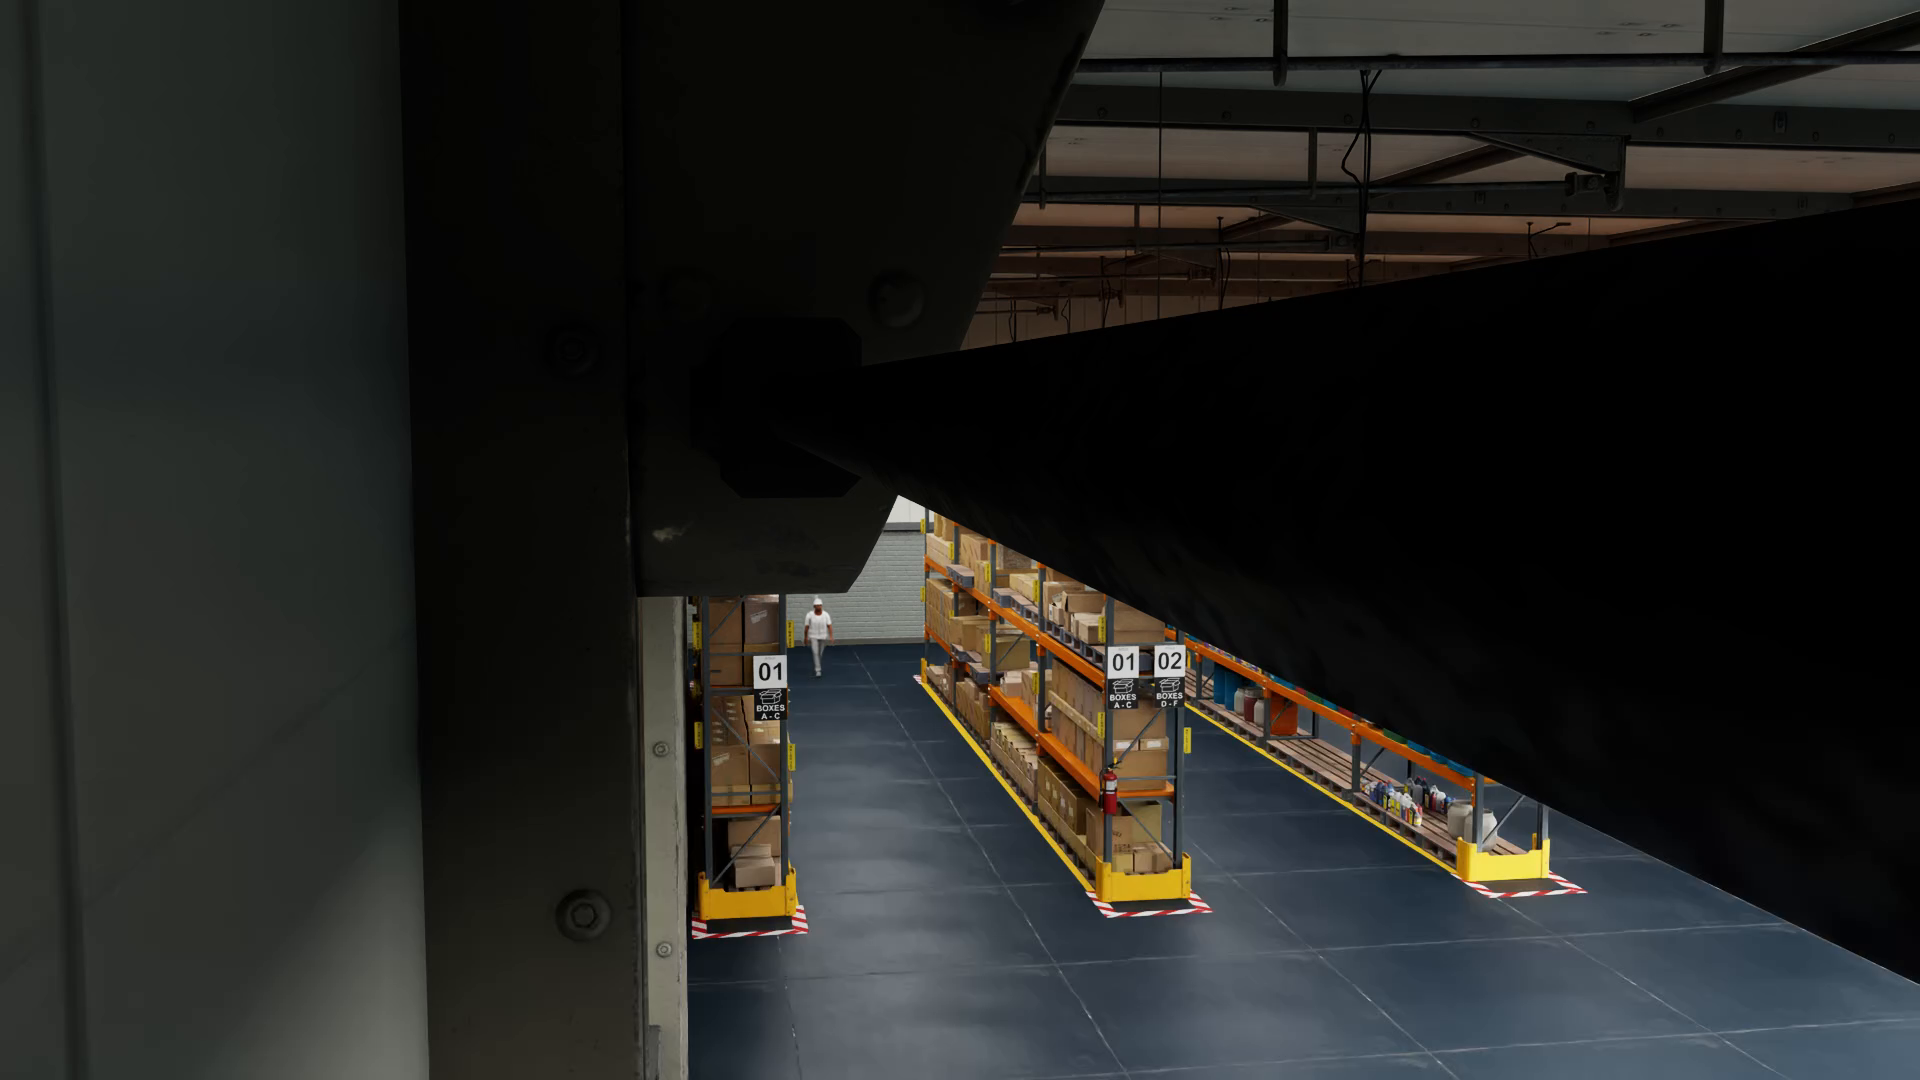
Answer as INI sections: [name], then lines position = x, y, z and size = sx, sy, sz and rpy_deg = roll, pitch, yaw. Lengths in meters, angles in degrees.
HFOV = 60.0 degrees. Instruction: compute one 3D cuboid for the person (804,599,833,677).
[person]
position = -3.164, 2.183, 37.369
size = 0.596, 1.706, 1.105
rpy_deg = -2, 5, -20
